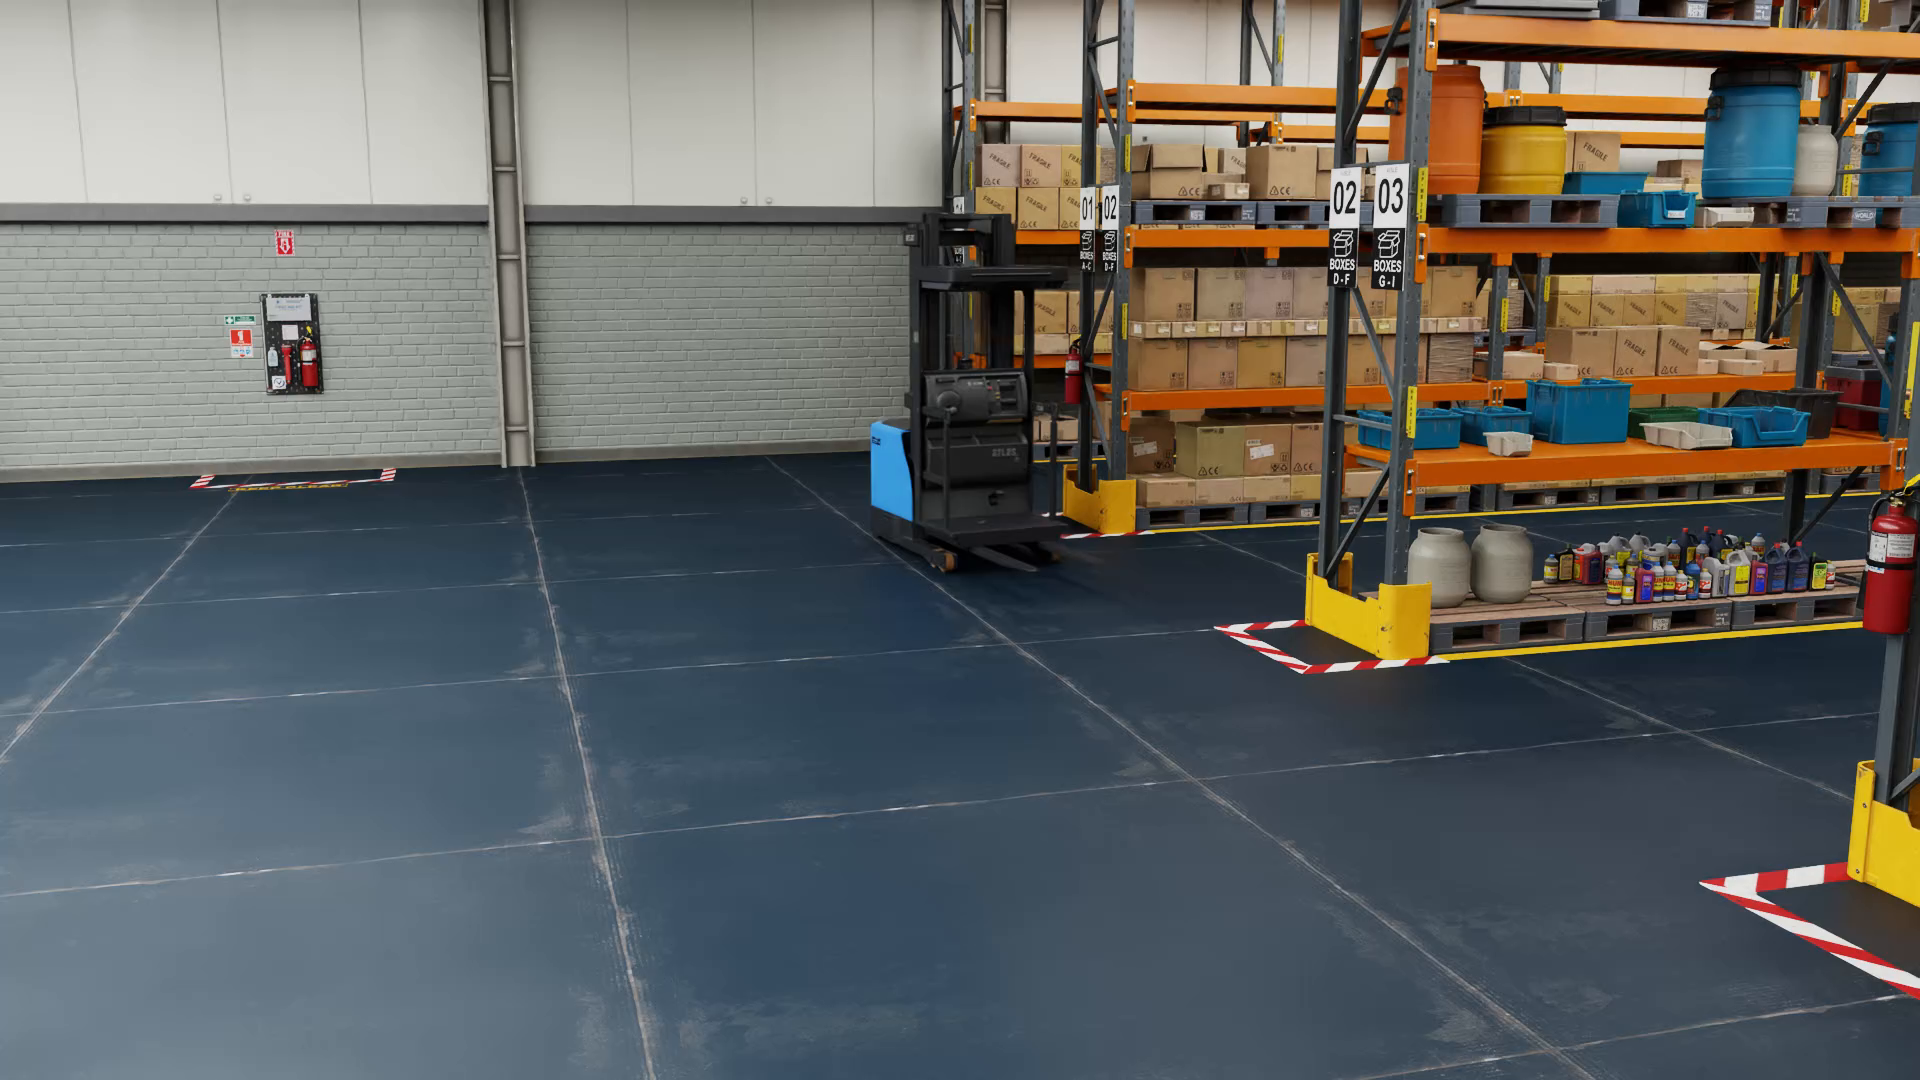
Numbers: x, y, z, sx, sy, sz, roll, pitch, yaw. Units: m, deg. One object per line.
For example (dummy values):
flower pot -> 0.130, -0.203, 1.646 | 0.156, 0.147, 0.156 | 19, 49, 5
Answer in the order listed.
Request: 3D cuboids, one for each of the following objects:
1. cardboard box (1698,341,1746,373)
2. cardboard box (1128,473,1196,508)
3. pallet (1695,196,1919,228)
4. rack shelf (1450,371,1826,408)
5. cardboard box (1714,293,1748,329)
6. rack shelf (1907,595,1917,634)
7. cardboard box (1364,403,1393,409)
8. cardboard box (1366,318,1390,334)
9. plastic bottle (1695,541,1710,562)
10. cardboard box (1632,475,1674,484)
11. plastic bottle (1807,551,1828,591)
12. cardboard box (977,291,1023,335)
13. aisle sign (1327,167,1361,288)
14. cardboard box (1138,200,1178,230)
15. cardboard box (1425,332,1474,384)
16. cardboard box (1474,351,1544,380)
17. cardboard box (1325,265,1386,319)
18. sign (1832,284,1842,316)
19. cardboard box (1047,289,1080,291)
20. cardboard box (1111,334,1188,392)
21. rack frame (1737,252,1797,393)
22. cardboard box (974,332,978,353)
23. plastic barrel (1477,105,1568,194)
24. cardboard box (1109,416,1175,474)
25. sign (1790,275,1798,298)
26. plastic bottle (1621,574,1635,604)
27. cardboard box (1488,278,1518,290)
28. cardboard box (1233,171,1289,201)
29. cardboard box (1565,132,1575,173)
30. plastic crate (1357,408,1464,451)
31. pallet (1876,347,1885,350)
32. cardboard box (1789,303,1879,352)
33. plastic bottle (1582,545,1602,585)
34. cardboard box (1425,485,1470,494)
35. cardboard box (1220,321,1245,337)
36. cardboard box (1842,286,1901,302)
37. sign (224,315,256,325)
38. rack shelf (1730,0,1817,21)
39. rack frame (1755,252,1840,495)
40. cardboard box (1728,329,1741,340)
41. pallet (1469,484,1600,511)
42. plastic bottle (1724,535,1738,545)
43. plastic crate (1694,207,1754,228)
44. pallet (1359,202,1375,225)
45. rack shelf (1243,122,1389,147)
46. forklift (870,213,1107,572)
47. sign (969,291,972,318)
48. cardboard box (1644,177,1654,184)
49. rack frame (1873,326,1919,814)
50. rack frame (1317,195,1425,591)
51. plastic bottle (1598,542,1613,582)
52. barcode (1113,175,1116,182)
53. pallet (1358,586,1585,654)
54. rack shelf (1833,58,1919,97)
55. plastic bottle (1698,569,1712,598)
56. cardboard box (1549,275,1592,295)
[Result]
cardboard box -> 8.129, -1.989, 18.018 | 0.500, 0.311, 0.500 | -3, 11, -17
cardboard box -> 1.938, -0.483, 16.022 | 0.500, 0.250, 0.500 | -3, 11, -16
pallet -> 5.917, -2.310, 11.750 | 1.003, 0.211, 1.213 | -3, 11, -16
rack shelf -> 7.122, -1.590, 17.588 | 4.000, 0.370, 1.077 | -3, 11, -16
cardboard box -> 10.635, -3.219, 23.297 | 0.500, 0.500, 0.500 | -3, 11, -15
rack shelf -> 6.047, 0.335, 7.133 | 4.000, 0.370, 1.077 | -3, 11, -16
cardboard box -> 5.499, -1.784, 22.346 | 0.500, 0.500, 0.700 | -3, 11, -15
cardboard box -> 4.023, -2.108, 16.351 | 0.250, 0.149, 0.380 | -3, 11, -16
plastic bottle -> 5.586, 0.141, 12.518 | 0.097, 0.271, 0.097 | 0, 10, 0
cardboard box -> 7.135, -0.752, 17.484 | 0.500, 0.250, 0.500 | -3, 11, -15
plastic bottle -> 6.213, 0.220, 12.057 | 0.133, 0.283, 0.061 | -2, 11, -13
cardboard box -> 0.515, -2.778, 20.342 | 0.500, 0.500, 0.500 | -3, 11, -16
aisle sign -> 2.590, -2.105, 11.221 | 0.004, 0.787, 0.394 | -3, 11, -16
cardboard box -> 2.387, -4.111, 20.680 | 0.500, 0.500, 0.500 | -3, 11, -18
cardboard box -> 4.777, -1.868, 16.836 | 0.500, 0.500, 0.700 | -3, 11, -17
cardboard box -> 5.662, -1.801, 17.164 | 0.500, 0.250, 0.500 | -2, 11, -12
cardboard box -> 3.812, -2.455, 16.442 | 0.500, 0.500, 0.700 | -3, 11, -16
sign -> 9.201, -2.518, 17.445 | 0.005, 0.325, 0.100 | -3, 11, -16
cardboard box -> 1.347, -2.917, 21.100 | 0.500, 0.500, 0.500 | -3, 11, -18
cardboard box -> 1.813, -1.711, 15.981 | 0.500, 0.500, 0.700 | -3, 11, -16
rack frame -> 11.495, -3.108, 23.849 | 0.127, 3.000, 1.000 | -3, 11, -16
cardboard box -> 0.368, -2.494, 20.874 | 0.500, 0.250, 0.500 | -3, 11, -15
plastic barrel -> 3.801, -2.633, 11.302 | 0.600, 0.588, 0.600 | 0, 10, 0
cardboard box -> 1.793, -0.942, 16.445 | 0.500, 0.500, 0.500 | -3, 11, -16
sign -> 11.656, -3.545, 23.242 | 0.005, 0.325, 0.100 | -3, 11, -16
plastic bottle -> 4.669, 0.338, 11.642 | 0.097, 0.201, 0.097 | 0, 10, 0
cardboard box -> 7.331, -3.468, 22.519 | 0.250, 0.149, 0.380 | -5, 11, -23
cardboard box -> 2.927, -3.479, 16.278 | 0.500, 0.311, 0.500 | -2, 11, -9
cardboard box -> 5.805, -3.844, 16.742 | 0.500, 0.500, 0.500 | -3, 11, -15
plastic crate -> 3.139, -0.783, 11.629 | 0.616, 0.251, 0.499 | -3, 11, -16
pallet -> 10.908, -2.050, 18.629 | 1.213, 0.211, 1.003 | -3, 11, -16
cardboard box -> 9.615, -2.352, 18.305 | 0.500, 0.500, 0.700 | -7, 13, -35
plastic bottle -> 4.663, 0.182, 12.263 | 0.133, 0.283, 0.061 | -3, 11, -16
cardboard box -> 4.818, -0.635, 16.851 | 0.500, 0.250, 0.500 | -3, 11, -16
cardboard box -> 2.534, -2.029, 15.920 | 0.250, 0.149, 0.380 | -3, 11, -17
cardboard box -> 13.418, -3.355, 24.360 | 0.700, 0.700, 0.980 | -4, 11, -19
sign -> -8.294, -2.532, 19.154 | 0.331, 0.109, 0.001 | -3, 11, -16
rack shelf -> 9.574, -7.238, 22.520 | 4.000, 0.370, 1.077 | -3, 11, -16
rack frame -> 9.042, -2.045, 18.073 | 0.127, 3.000, 1.000 | -3, 11, -16
cardboard box -> 10.752, -2.906, 23.390 | 0.250, 0.149, 0.380 | -3, 11, -14
pallet -> 5.898, -0.515, 17.465 | 1.213, 0.211, 1.003 | -3, 11, -16
plastic bottle -> 5.851, 0.103, 12.713 | 0.135, 0.276, 0.152 | -3, 11, -14
plastic crate -> 5.155, -2.175, 11.224 | 0.396, 0.136, 0.243 | -3, 11, -16
pallet -> 4.390, -3.226, 16.451 | 1.213, 0.211, 1.003 | -3, 11, -16
rack shelf -> 5.734, -5.205, 21.758 | 4.000, 0.370, 1.077 | -3, 11, -16
forklift -> 0.230, -1.261, 14.003 | 1.130, 2.935, 3.031 | -5, 11, -24
sign -> 0.125, -2.832, 19.960 | 0.005, 0.325, 0.100 | -3, 11, -16
cardboard box -> 9.133, -4.743, 22.952 | 0.500, 0.500, 0.700 | -2, 11, -13
rack frame -> 4.126, 0.082, 6.519 | 0.127, 3.000, 1.000 | -3, 11, -16
rack frame -> 2.742, -0.779, 11.195 | 0.127, 3.000, 1.000 | -3, 11, -16
plastic bottle -> 4.766, 0.160, 12.403 | 0.135, 0.276, 0.152 | -3, 11, -18
barcode -> 1.516, -3.500, 16.088 | 0.075, 0.075, 0.001 | -3, 11, -16
pallet -> 3.583, 0.540, 11.732 | 1.213, 0.211, 1.003 | -3, 11, -16
rack shelf -> 8.503, -3.482, 12.403 | 4.000, 0.370, 1.077 | -3, 11, -16
plastic bottle -> 5.288, 0.306, 11.819 | 0.097, 0.201, 0.097 | 0, 10, 0
cardboard box -> 8.190, -3.460, 22.533 | 0.500, 0.250, 0.500 | -3, 11, -15
